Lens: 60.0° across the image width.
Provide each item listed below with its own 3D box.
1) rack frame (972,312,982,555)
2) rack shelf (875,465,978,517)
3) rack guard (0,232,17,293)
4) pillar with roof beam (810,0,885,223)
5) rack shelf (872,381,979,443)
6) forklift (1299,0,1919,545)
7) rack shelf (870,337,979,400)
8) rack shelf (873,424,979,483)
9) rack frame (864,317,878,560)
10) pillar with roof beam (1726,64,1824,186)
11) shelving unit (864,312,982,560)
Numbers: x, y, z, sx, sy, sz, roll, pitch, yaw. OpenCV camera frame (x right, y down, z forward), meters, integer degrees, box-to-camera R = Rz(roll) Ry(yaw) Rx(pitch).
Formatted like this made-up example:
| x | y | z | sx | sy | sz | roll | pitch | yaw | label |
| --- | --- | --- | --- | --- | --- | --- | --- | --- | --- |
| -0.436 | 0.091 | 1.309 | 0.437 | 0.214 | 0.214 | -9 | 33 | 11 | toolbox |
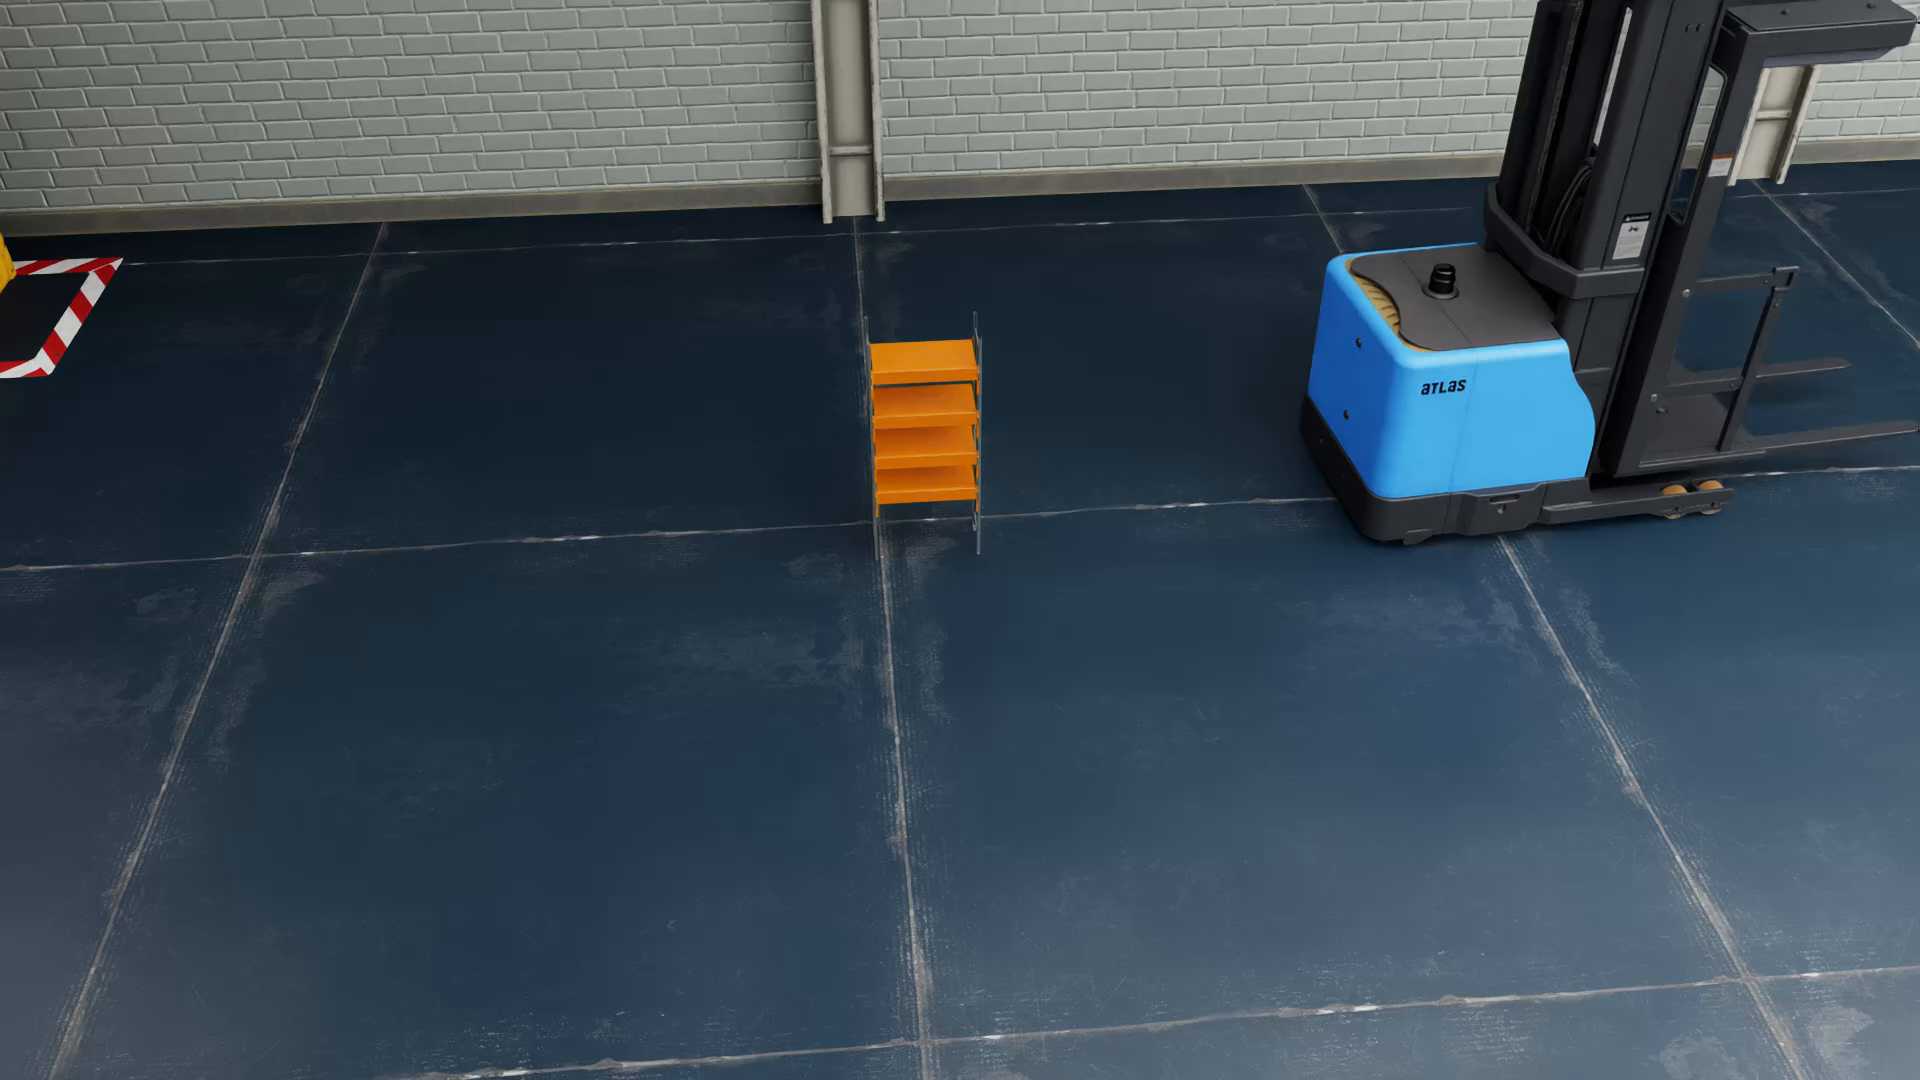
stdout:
| x | y | z | sx | sy | sz | roll | pitch | yaw | label |
| --- | --- | --- | --- | --- | --- | --- | --- | --- | --- |
| 0.078 | -0.475 | 7.706 | 0.015 | 1.200 | 0.240 | -3 | 38 | -4 | rack frame |
| -0.165 | -0.253 | 7.853 | 0.480 | 0.148 | 0.258 | -3 | 38 | -4 | rack shelf |
| -5.871 | -1.483 | 9.548 | 0.348 | 0.500 | 1.175 | -3 | 38 | -4 | rack guard |
| -0.310 | -3.009 | 4.621 | 0.400 | 9.000 | 9.100 | -3 | 38 | -4 | pillar with roof beam |
| -0.165 | -0.585 | 7.592 | 0.480 | 0.148 | 0.258 | -3 | 38 | -4 | rack shelf |
| 3.337 | -1.572 | 7.698 | 3.031 | 2.935 | 1.130 | -7 | 39 | -8 | forklift |
| -0.165 | -0.770 | 7.445 | 0.480 | 0.148 | 0.258 | -3 | 38 | -4 | rack shelf |
| -0.165 | -0.409 | 7.730 | 0.480 | 0.148 | 0.258 | -3 | 38 | -4 | rack shelf |
| -0.408 | -0.449 | 7.672 | 0.015 | 1.200 | 0.240 | -3 | 38 | -4 | rack frame |
| 5.666 | -3.338 | 5.038 | 0.400 | 9.000 | 9.100 | -3 | 38 | -4 | pillar with roof beam |
| -0.165 | -0.462 | 7.689 | 0.503 | 1.200 | 0.258 | -3 | 38 | -4 | shelving unit |
